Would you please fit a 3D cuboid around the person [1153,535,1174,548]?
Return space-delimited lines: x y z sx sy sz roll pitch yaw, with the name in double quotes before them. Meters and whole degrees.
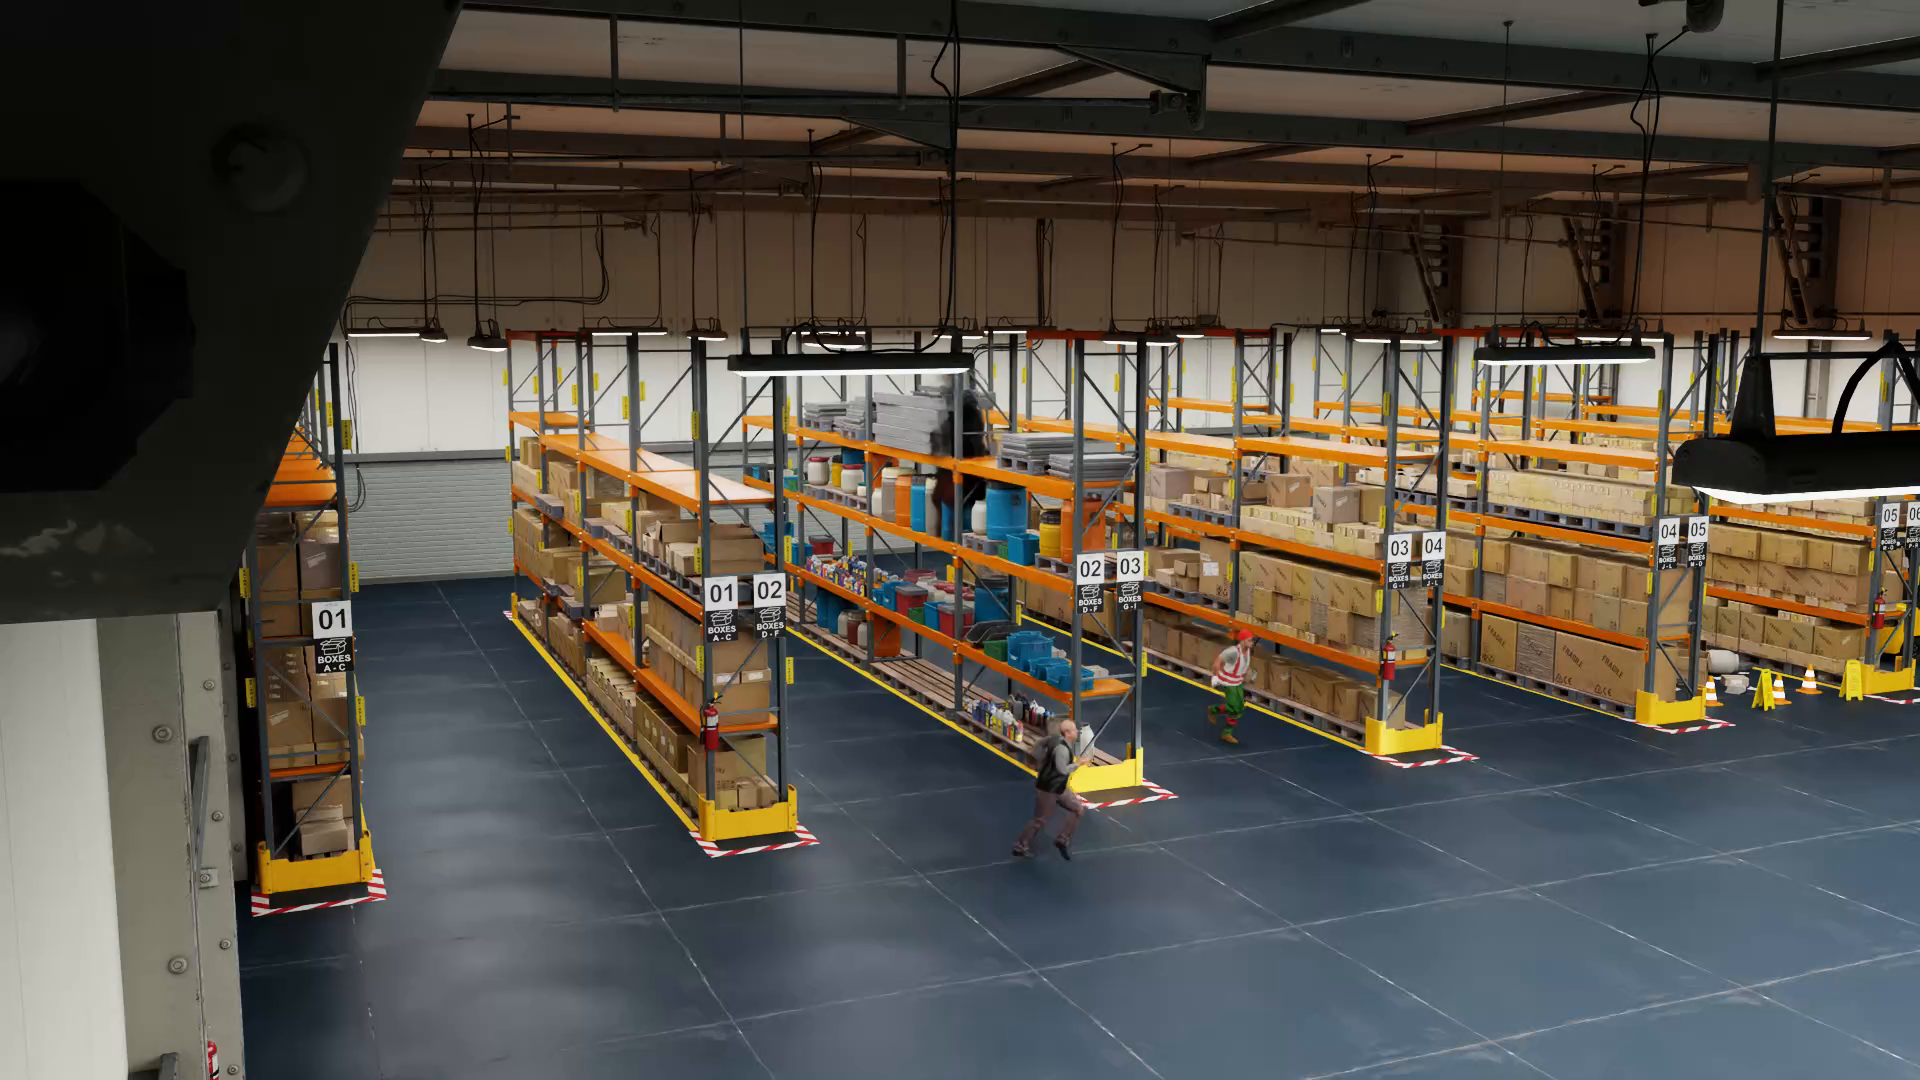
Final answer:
"person" 5.215 -0.162 41.652 0.833 1.772 0.680 3 8 18

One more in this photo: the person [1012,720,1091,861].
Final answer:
"person" 1.056 2.883 19.149 0.912 1.656 0.642 1 8 9

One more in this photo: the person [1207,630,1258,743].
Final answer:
"person" 4.037 2.150 24.715 0.758 1.710 0.653 6 10 38
